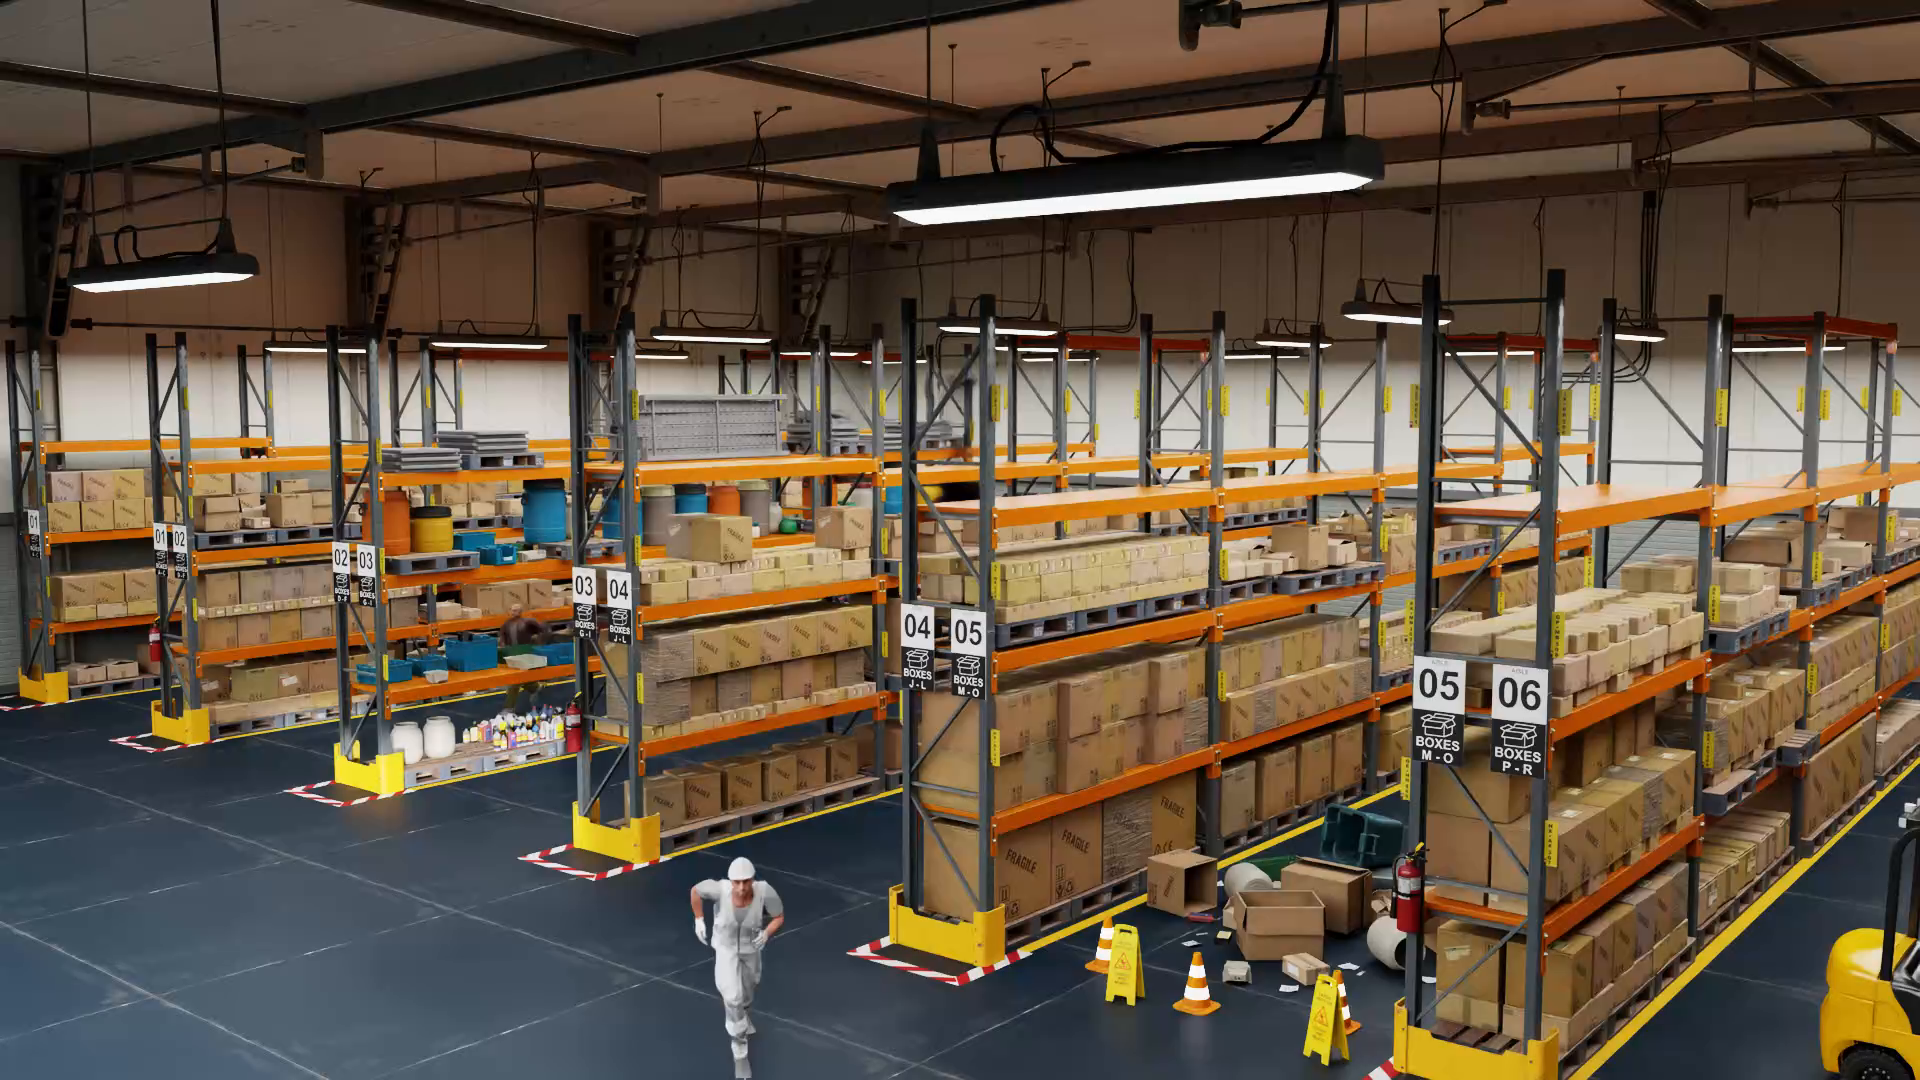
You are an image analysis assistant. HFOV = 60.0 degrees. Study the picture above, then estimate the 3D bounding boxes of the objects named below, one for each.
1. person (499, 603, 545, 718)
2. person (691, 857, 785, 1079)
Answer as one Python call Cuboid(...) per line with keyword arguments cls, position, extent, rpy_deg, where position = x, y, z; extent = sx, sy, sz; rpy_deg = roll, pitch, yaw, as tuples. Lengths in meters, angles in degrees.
Cuboid(cls="person", position=(-7.040, 1.885, 26.640), extent=(0.733, 1.781, 1.104), rpy_deg=(2, 5, 20))
Cuboid(cls="person", position=(-1.710, 3.199, 12.811), extent=(0.707, 1.731, 1.051), rpy_deg=(-1, 5, -10))
